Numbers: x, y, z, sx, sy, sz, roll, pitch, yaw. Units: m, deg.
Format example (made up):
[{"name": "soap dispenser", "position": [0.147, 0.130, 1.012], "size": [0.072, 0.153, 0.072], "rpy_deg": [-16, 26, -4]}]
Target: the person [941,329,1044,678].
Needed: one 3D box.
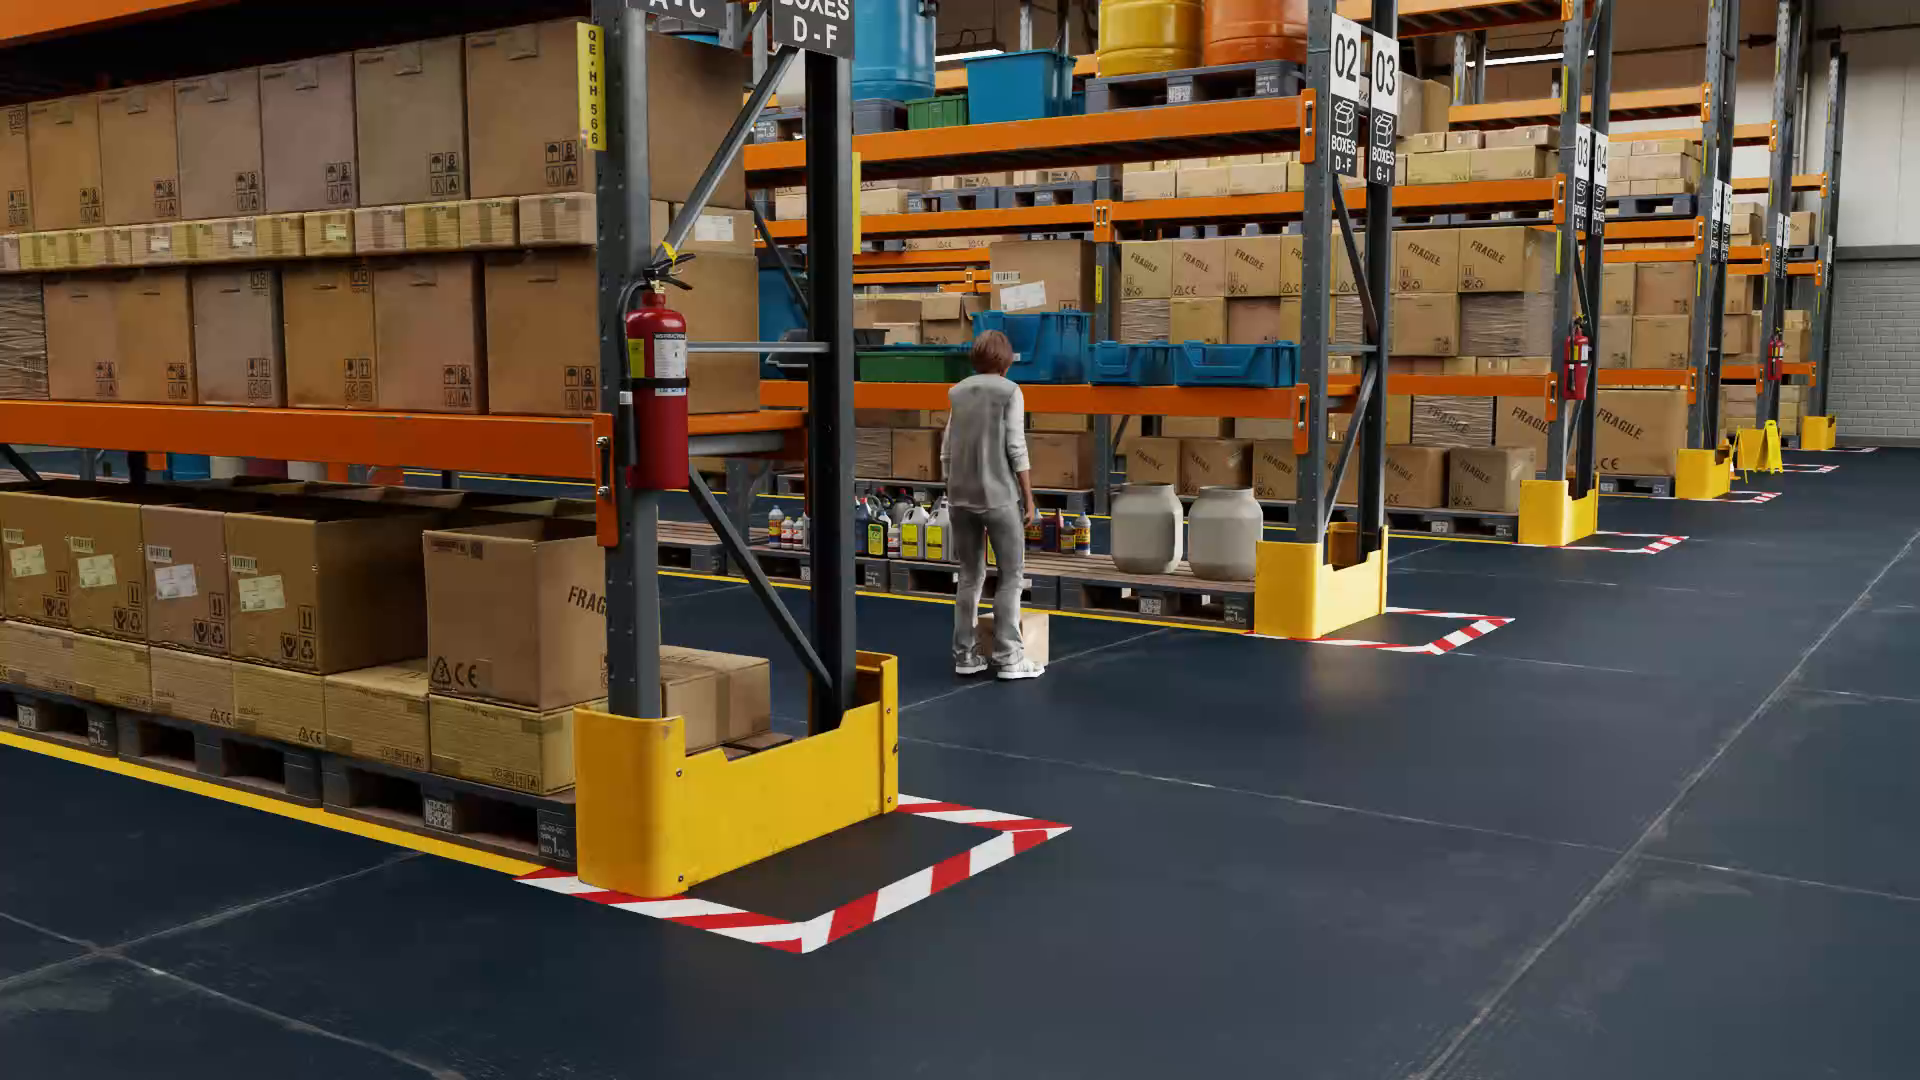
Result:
[{"name": "person", "position": [0.128, -0.164, 7.638], "size": [0.467, 1.592, 0.350], "rpy_deg": [4, 8, 33]}]
